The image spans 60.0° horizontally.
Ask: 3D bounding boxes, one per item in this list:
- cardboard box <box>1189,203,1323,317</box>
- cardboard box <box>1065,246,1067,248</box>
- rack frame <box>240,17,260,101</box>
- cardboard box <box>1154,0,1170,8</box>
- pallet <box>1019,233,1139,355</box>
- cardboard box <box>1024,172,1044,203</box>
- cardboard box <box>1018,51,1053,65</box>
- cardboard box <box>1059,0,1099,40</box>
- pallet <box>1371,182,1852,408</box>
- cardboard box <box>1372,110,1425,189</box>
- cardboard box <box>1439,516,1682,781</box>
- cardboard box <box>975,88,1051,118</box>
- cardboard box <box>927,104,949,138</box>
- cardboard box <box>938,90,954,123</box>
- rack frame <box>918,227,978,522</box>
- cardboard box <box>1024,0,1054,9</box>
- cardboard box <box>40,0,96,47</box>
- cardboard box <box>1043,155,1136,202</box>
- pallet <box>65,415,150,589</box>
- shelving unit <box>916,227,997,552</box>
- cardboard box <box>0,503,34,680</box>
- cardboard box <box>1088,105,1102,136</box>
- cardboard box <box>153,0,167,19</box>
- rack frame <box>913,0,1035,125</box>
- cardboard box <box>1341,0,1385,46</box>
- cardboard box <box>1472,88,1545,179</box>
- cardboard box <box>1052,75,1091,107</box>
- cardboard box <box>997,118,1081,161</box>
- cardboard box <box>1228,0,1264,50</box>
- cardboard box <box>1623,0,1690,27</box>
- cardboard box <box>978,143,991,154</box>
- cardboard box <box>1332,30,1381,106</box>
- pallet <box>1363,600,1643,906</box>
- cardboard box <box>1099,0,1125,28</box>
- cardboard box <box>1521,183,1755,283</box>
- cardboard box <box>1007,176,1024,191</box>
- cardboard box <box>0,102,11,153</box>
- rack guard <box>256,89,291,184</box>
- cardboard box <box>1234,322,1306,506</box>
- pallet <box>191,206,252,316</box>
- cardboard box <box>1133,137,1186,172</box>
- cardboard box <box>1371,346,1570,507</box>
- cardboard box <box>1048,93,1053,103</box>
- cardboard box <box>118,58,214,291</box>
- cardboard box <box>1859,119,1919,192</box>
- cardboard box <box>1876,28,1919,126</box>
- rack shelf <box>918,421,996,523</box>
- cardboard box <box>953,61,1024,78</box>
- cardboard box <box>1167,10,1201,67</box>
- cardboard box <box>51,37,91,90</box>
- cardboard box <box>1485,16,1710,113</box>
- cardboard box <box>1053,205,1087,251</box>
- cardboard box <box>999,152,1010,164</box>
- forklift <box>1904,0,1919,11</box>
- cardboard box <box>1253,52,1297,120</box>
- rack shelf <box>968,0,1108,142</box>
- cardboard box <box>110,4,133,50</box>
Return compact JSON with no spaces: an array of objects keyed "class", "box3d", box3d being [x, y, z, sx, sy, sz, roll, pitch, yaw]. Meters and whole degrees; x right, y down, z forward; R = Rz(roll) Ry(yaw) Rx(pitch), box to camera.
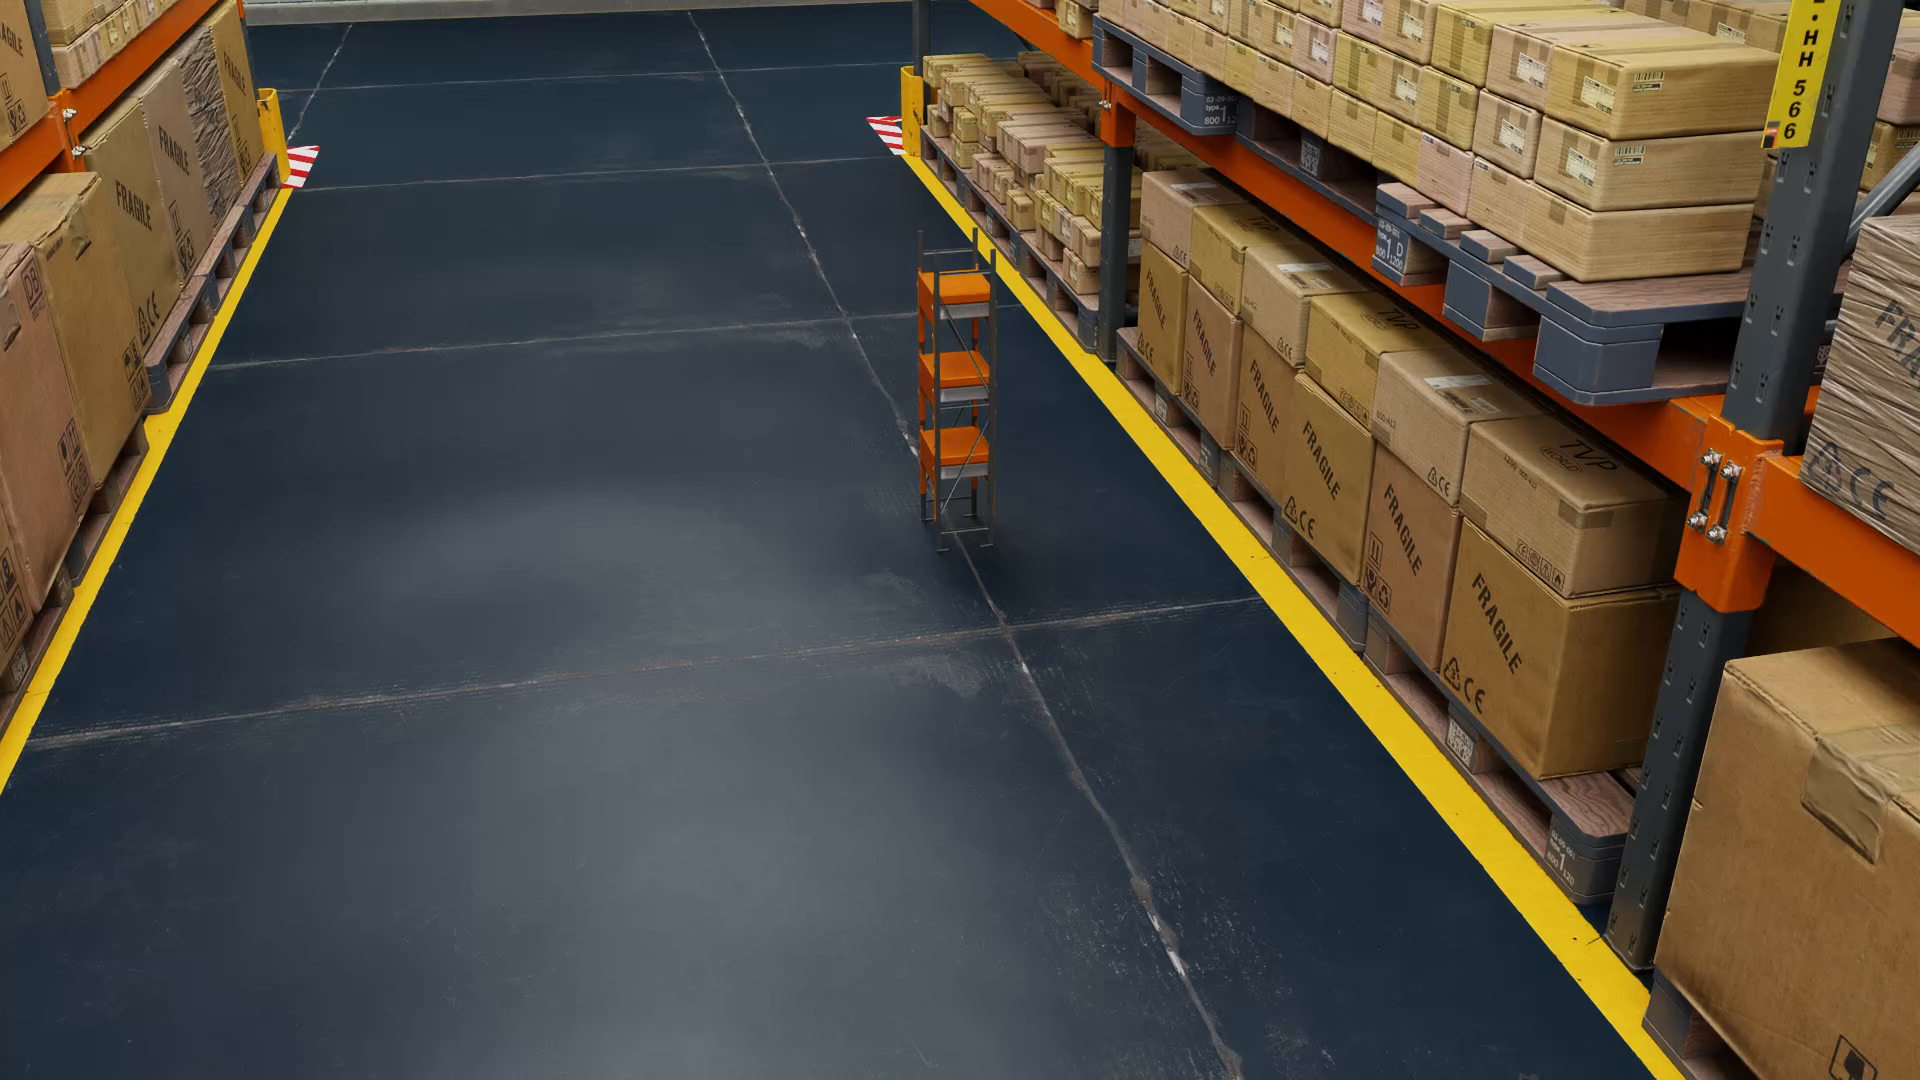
[{"class":"cardboard box","box3d":[1.135,-1.004,5.885,0.500,0.250,0.500,-5,27,-10]},{"class":"cardboard box","box3d":[0.707,-1.357,7.807,0.380,0.149,0.250,-5,27,-10]},{"class":"rack frame","box3d":[-4.653,-3.479,9.313,1.000,3.000,0.127,-6,27,-12]},{"class":"cardboard box","box3d":[0.863,-1.944,5.755,0.380,0.149,0.250,-5,27,-10]},{"class":"pallet","box3d":[0.918,-1.228,7.950,1.003,0.211,1.213,-6,27,-12]},{"class":"cardboard box","box3d":[0.535,-1.799,8.353,0.380,0.149,0.250,-5,27,-10]},{"class":"cardboard box","box3d":[0.569,-2.912,10.228,0.380,0.149,0.250,-6,27,-11]},{"class":"cardboard box","box3d":[0.647,-2.274,7.204,0.380,0.149,0.250,-7,28,-13]},{"class":"pallet","box3d":[1.741,-0.642,3.907,1.213,0.211,1.003,-6,27,-12]},{"class":"cardboard box","box3d":[1.281,-1.003,4.221,0.380,0.149,0.250,-6,27,-12]},{"class":"cardboard box","box3d":[1.602,0.240,4.254,0.500,0.500,0.500,-6,27,-12]},{"class":"cardboard box","box3d":[0.291,-2.398,9.210,0.380,0.149,0.250,-5,27,-10]},{"class":"cardboard box","box3d":[0.009,-2.590,10.251,0.380,0.149,0.250,-5,27,-11]},{"class":"cardboard box","box3d":[0.077,-2.604,9.947,0.380,0.149,0.250,-6,27,-12]},{"class":"rack frame","box3d":[-0.040,-0.546,5.666,0.200,1.050,0.008,-6,27,-12]},{"class":"cardboard box","box3d":[0.521,-2.629,7.908,0.380,0.149,0.250,-7,28,-14]},{"class":"cardboard box","box3d":[-3.602,-2.021,6.262,0.500,0.250,0.500,-6,27,-13]},{"class":"cardboard box","box3d":[0.611,-1.709,7.844,0.380,0.149,0.250,-6,27,-12]},{"class":"pallet","box3d":[-3.504,-0.147,5.807,1.003,0.211,1.213,-6,27,-12]},{"class":"shelving unit","box3d":[-0.012,-0.492,5.560,0.215,1.050,0.252,-6,27,-12]},{"class":"cardboard box","box3d":[-3.178,0.097,4.121,1.225,0.875,0.875,-6,27,-11]},{"class":"cardboard box","box3d":[0.901,-2.223,8.864,0.380,0.149,0.250,-6,27,-11]},{"class":"cardboard box","box3d":[-3.847,-2.458,7.571,0.380,0.149,0.250,-7,28,-13]},{"class":"rack frame","box3d":[0.202,-3.938,10.223,1.000,3.000,0.127,-6,27,-12]},{"class":"cardboard box","box3d":[1.222,-1.384,4.316,0.380,0.149,0.250,-6,27,-12]},{"class":"cardboard box","box3d":[1.389,-0.922,3.730,0.380,0.149,0.250,-5,27,-10]},{"class":"cardboard box","box3d":[0.748,-2.575,9.560,0.380,0.149,0.250,-7,28,-14]},{"class":"cardboard box","box3d":[0.405,-2.057,8.535,0.380,0.149,0.250,-7,28,-13]},{"class":"cardboard box","box3d":[1.045,-1.595,5.064,0.380,0.149,0.250,-6,27,-12]},{"class":"cardboard box","box3d":[1.917,-1.332,4.212,0.380,0.149,0.250,-7,28,-14]},{"class":"cardboard box","box3d":[0.311,-2.150,9.378,0.380,0.149,0.250,-6,27,-11]},{"class":"cardboard box","box3d":[1.217,-1.256,4.393,0.380,0.149,0.250,-6,27,-12]},{"class":"pallet","box3d":[1.831,0.476,4.573,1.003,0.211,1.213,-6,27,-12]},{"class":"cardboard box","box3d":[0.745,-2.038,6.271,0.380,0.149,0.250,-7,28,-14]},{"class":"cardboard box","box3d":[1.446,-0.671,3.564,0.380,0.149,0.250,-5,27,-11]},{"class":"cardboard box","box3d":[0.457,-1.810,8.705,0.380,0.149,0.250,-5,27,-11]},{"class":"cardboard box","box3d":[-3.275,-1.372,5.028,0.500,0.500,0.500,-5,27,-10]},{"class":"rack guard","box3d":[-4.658,-2.373,9.897,1.175,0.500,0.348,-6,27,-12]},{"class":"cardboard box","box3d":[1.264,-0.442,5.604,0.500,0.500,0.500,-5,27,-11]},{"class":"pallet","box3d":[-4.125,-1.356,8.203,1.003,0.211,1.213,-6,27,-12]},{"class":"cardboard box","box3d":[1.038,-1.880,8.183,0.380,0.149,0.250,-7,28,-13]},{"class":"cardboard box","box3d":[1.471,-0.327,4.544,0.500,0.250,0.500,-6,27,-11]},{"class":"cardboard box","box3d":[0.718,-2.555,9.851,0.380,0.149,0.250,-7,28,-14]},{"class":"cardboard box","box3d":[-4.025,-1.655,7.591,0.875,0.875,0.875,-6,27,-12]},{"class":"cardboard box","box3d":[2.092,-0.867,3.621,0.380,0.149,0.250,-5,27,-9]},{"class":"cardboard box","box3d":[2.089,-0.991,3.538,0.380,0.149,0.250,-6,27,-12]},{"class":"rack shelf","box3d":[-0.012,-0.235,5.690,0.215,0.259,0.240,-6,27,-12]},{"class":"cardboard box","box3d":[0.169,-2.745,9.897,0.380,0.149,0.250,-5,27,-11]},{"class":"cardboard box","box3d":[0.921,-1.696,5.594,0.380,0.149,0.250,-6,27,-11]},{"class":"cardboard box","box3d":[-3.494,-1.774,6.215,0.380,0.149,0.250,-6,27,-11]},{"class":"cardboard box","box3d":[1.394,-1.046,3.646,0.380,0.149,0.250,-6,27,-12]},{"class":"cardboard box","box3d":[0.650,-1.453,7.668,0.380,0.149,0.250,-7,28,-14]},{"class":"cardboard box","box3d":[0.424,-2.160,9.068,0.380,0.149,0.250,-5,27,-9]},{"class":"forklift","box3d":[3.237,-1.163,4.802,1.130,2.935,3.031,-6,27,-11]},{"class":"cardboard box","box3d":[1.098,-1.354,4.917,0.380,0.149,0.250,-7,28,-14]},{"class":"rack shelf","box3d":[0.653,-2.739,8.646,1.077,0.370,4.000,-6,27,-12]},{"class":"cardboard box","box3d":[-3.674,-2.120,6.901,0.380,0.149,0.250,-7,28,-13]}]
